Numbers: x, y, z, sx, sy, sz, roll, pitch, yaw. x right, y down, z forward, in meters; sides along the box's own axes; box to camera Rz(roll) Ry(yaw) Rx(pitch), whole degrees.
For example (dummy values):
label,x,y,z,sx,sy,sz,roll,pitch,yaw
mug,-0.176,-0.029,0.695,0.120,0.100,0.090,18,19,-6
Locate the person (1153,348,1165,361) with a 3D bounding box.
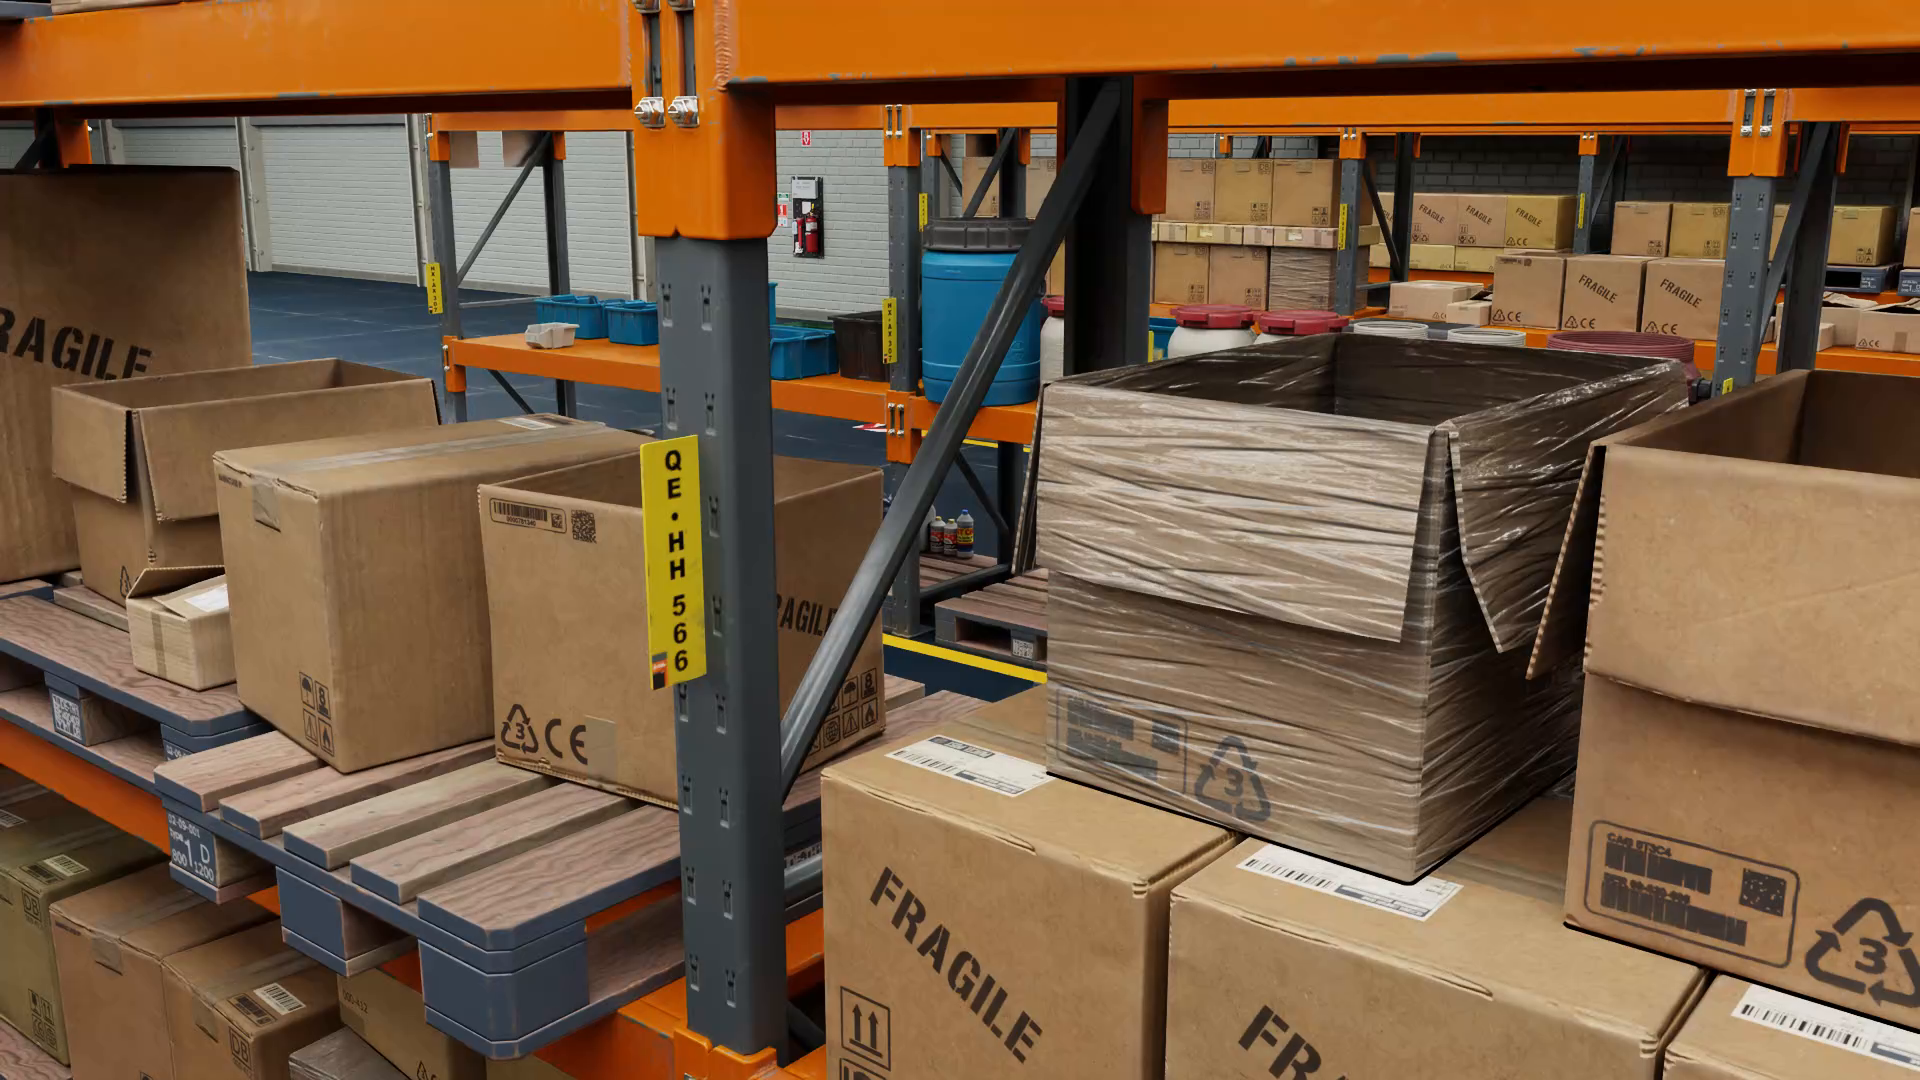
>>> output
label,x,y,z,sx,sy,sz,roll,pitch,yaw
person,0.839,-0.037,7.672,0.342,1.707,0.466,11,17,39
